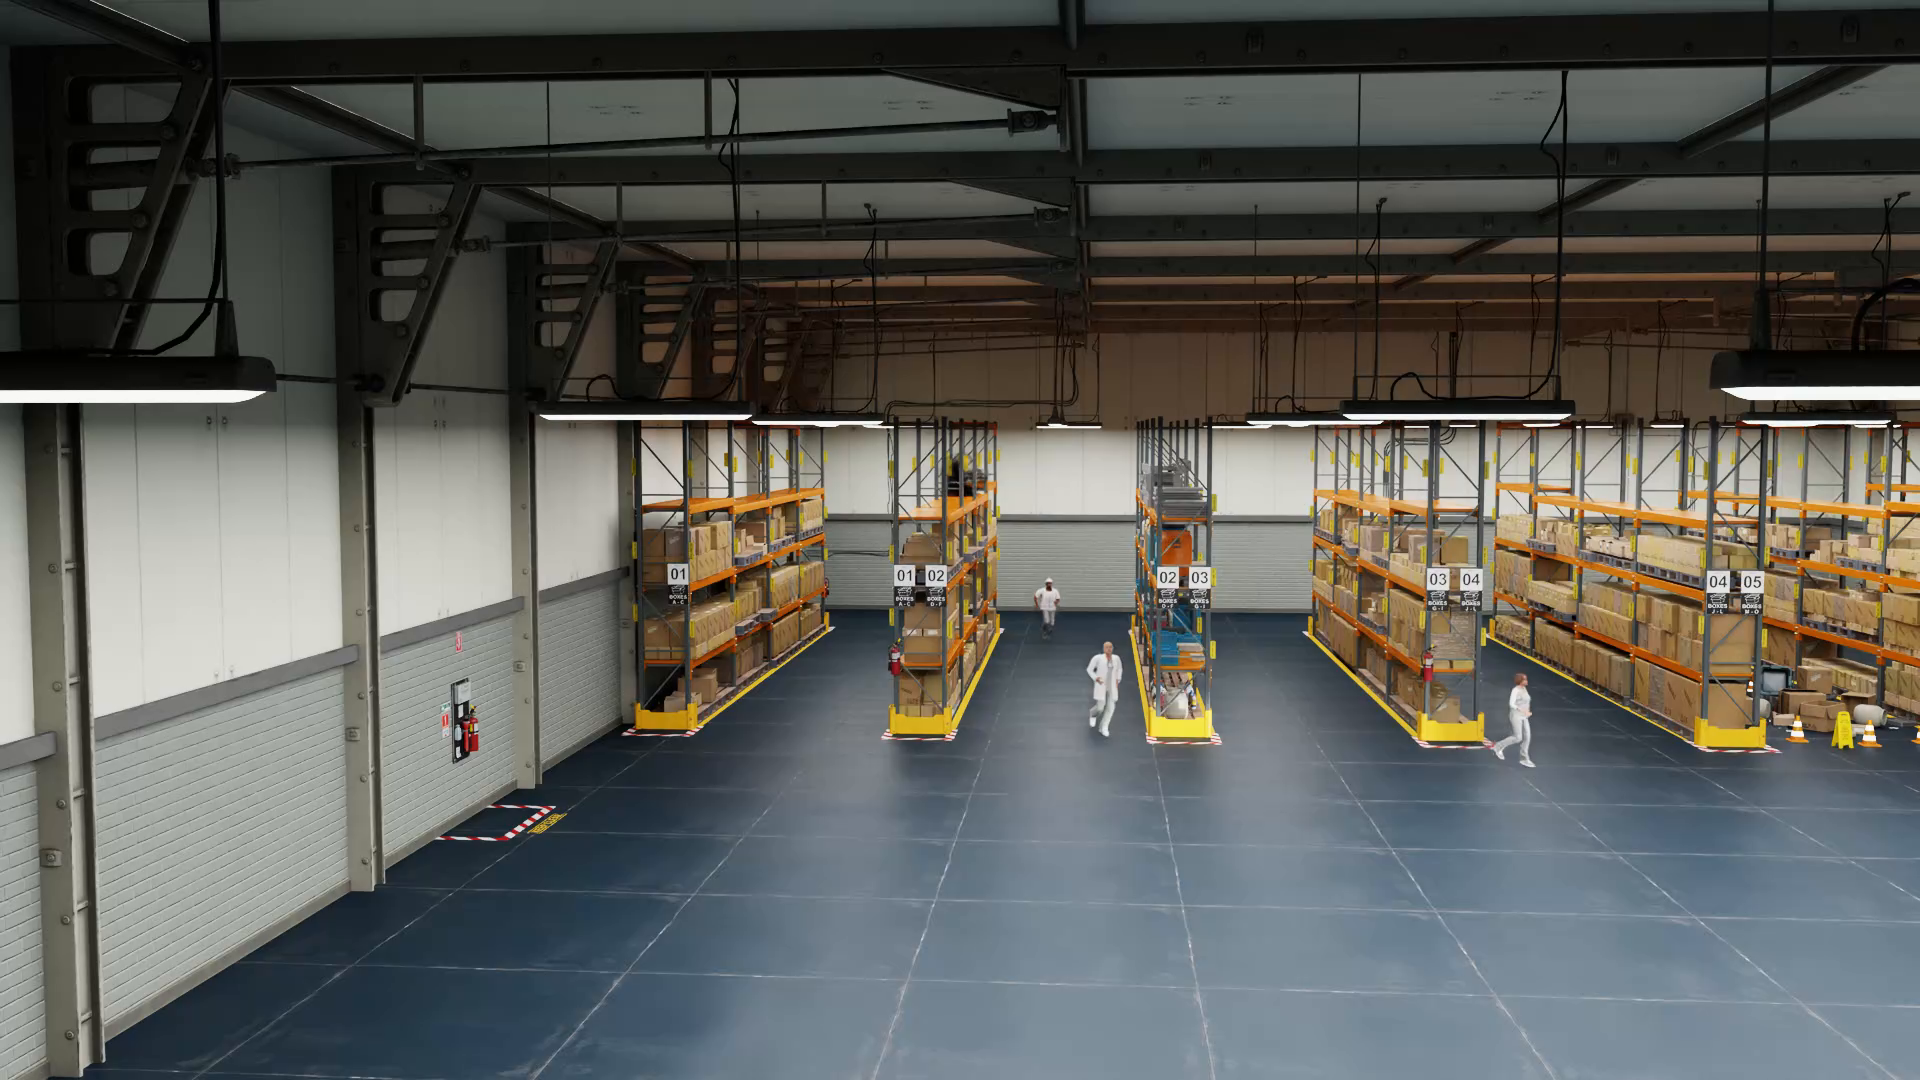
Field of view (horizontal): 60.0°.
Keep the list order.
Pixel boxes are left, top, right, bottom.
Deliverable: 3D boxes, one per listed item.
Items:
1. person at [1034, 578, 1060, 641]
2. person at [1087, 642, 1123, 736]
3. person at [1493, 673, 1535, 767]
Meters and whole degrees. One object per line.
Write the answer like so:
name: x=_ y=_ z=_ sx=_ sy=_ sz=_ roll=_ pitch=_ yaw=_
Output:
person: x=2.402 y=1.894 z=45.138 sx=0.681 sy=1.722 sz=0.635 roll=-1 pitch=4 yaw=-13
person: x=2.765 y=2.800 z=31.601 sx=0.732 sy=1.754 sz=0.759 roll=-1 pitch=4 yaw=-14
person: x=9.558 y=3.071 z=28.568 sx=0.722 sy=1.600 sz=0.565 roll=3 pitch=5 yaw=42
